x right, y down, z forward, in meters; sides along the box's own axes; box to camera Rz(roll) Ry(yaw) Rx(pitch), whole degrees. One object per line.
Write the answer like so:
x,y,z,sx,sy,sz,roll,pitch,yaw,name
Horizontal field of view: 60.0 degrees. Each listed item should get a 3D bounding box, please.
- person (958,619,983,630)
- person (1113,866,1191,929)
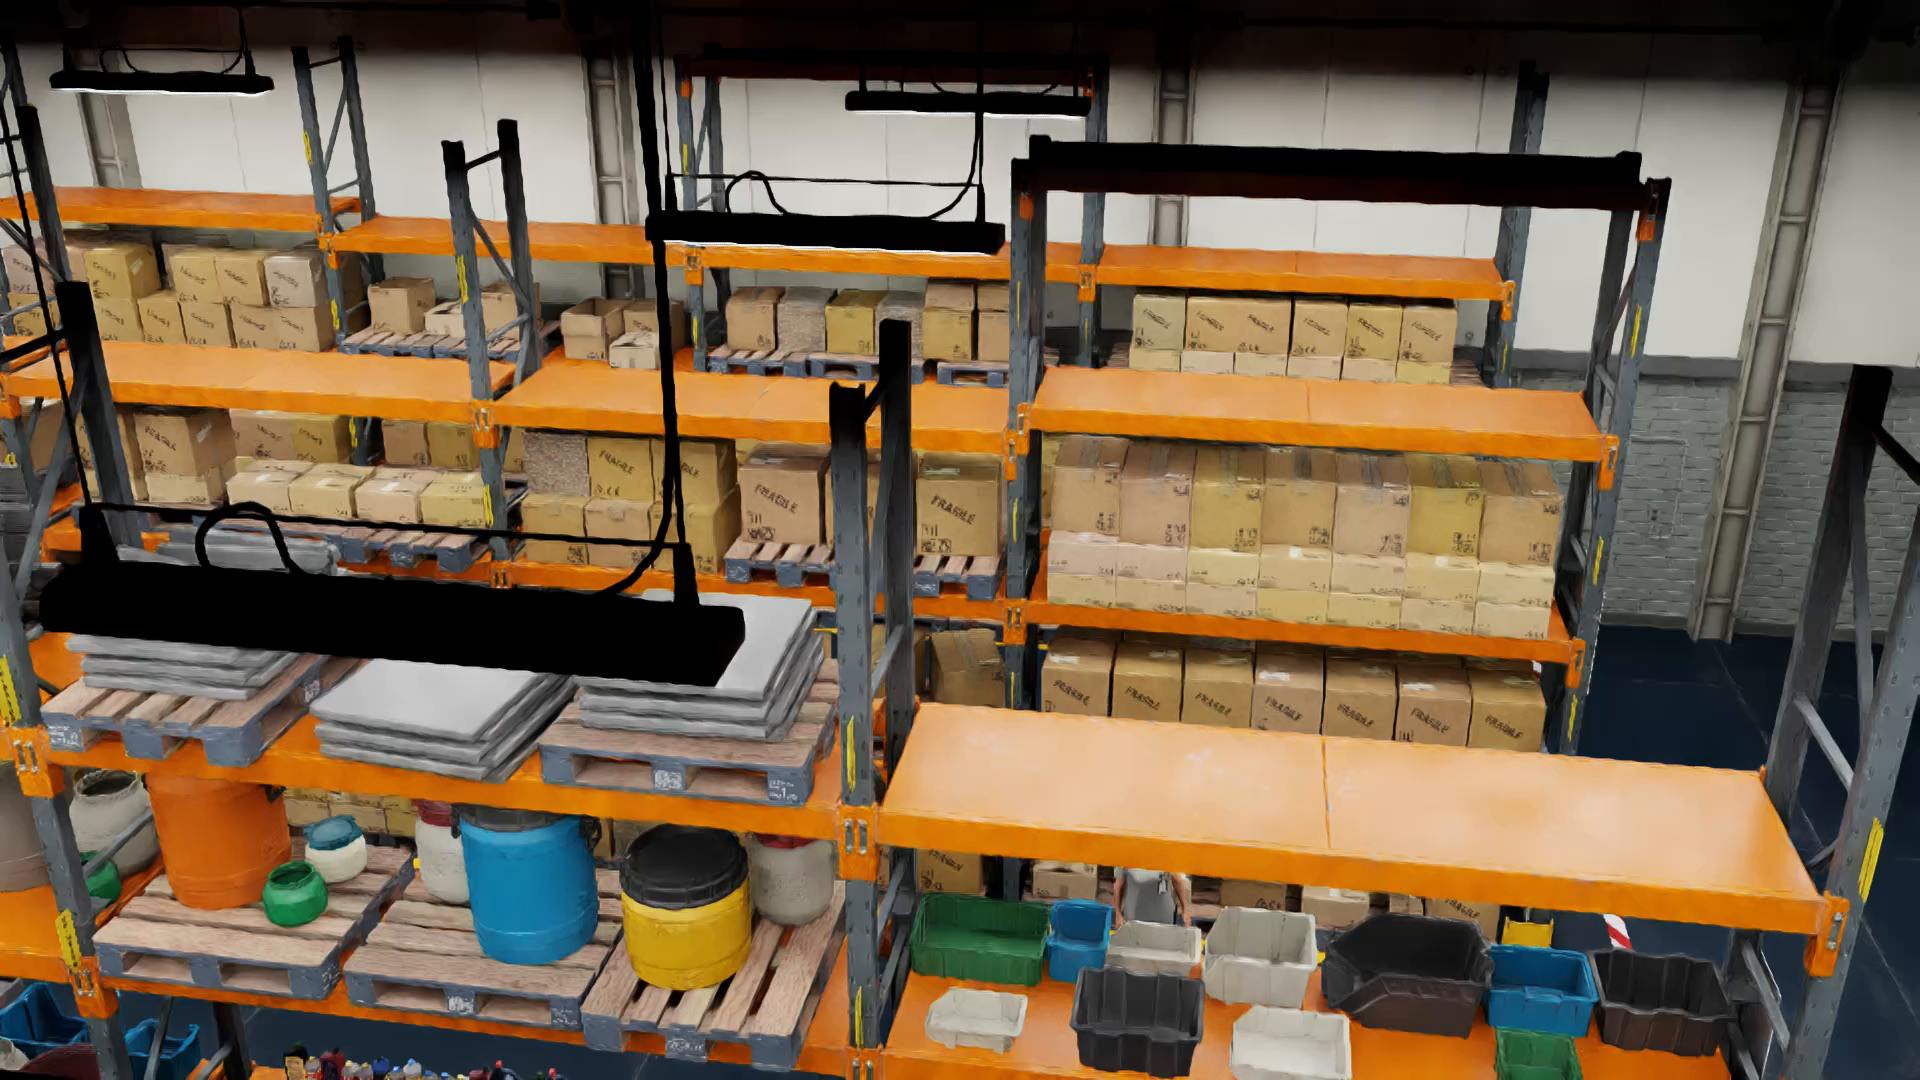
0.178,1.405,15.070,1.037,1.517,0.417,5,24,11,person
1.352,2.672,11.877,0.591,1.678,0.385,0,23,0,person
